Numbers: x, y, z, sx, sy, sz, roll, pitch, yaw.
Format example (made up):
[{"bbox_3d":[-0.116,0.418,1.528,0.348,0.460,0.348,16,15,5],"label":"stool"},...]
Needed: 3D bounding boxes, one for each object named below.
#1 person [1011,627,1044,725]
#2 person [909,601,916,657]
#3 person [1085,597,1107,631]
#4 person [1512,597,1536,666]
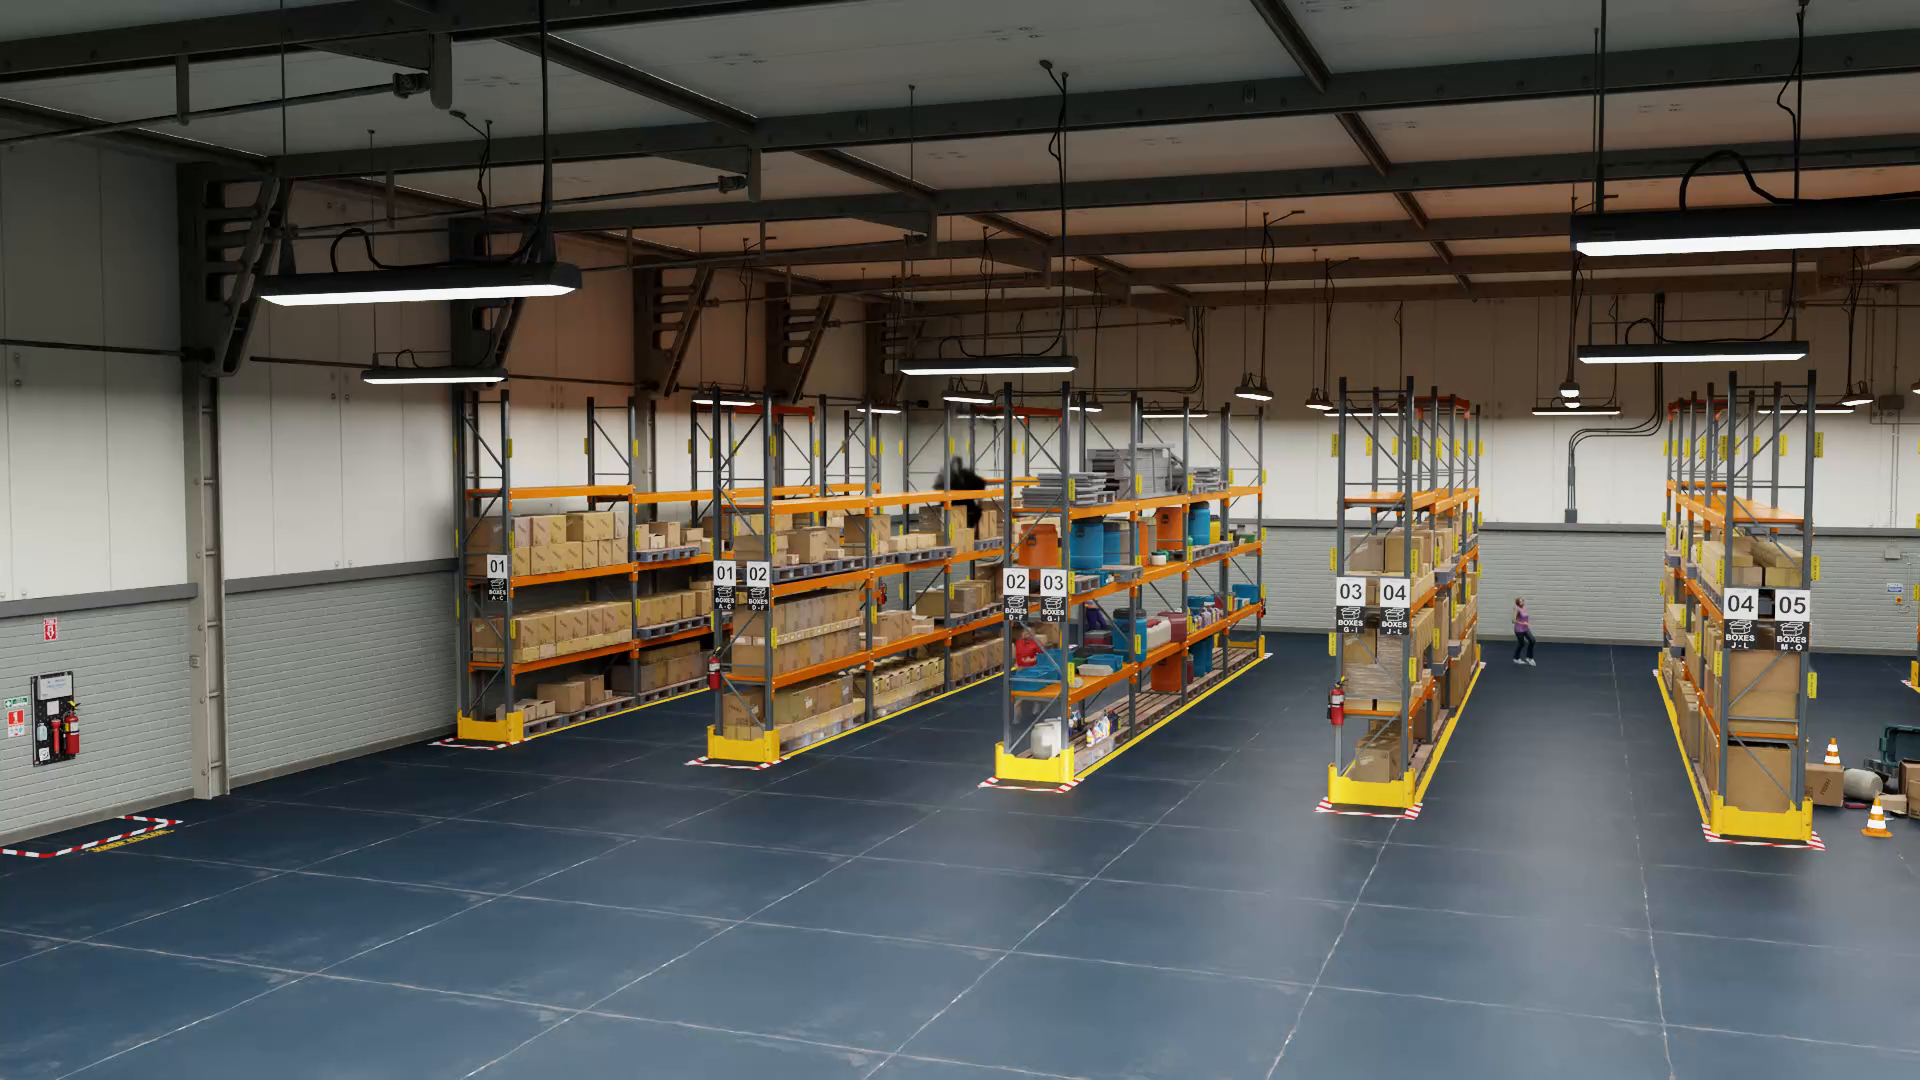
[{"bbox_3d":[1.275,2.477,30.559,0.625,1.777,1.044,1,3,19],"label":"person"},{"bbox_3d":[-0.931,2.049,37.734,0.638,1.835,0.781,1,3,13],"label":"person"},{"bbox_3d":[3.370,1.860,42.179,0.701,1.592,0.592,-3,4,-44],"label":"person"},{"bbox_3d":[12.868,2.089,38.194,0.549,1.568,0.609,-2,4,-28],"label":"person"}]
